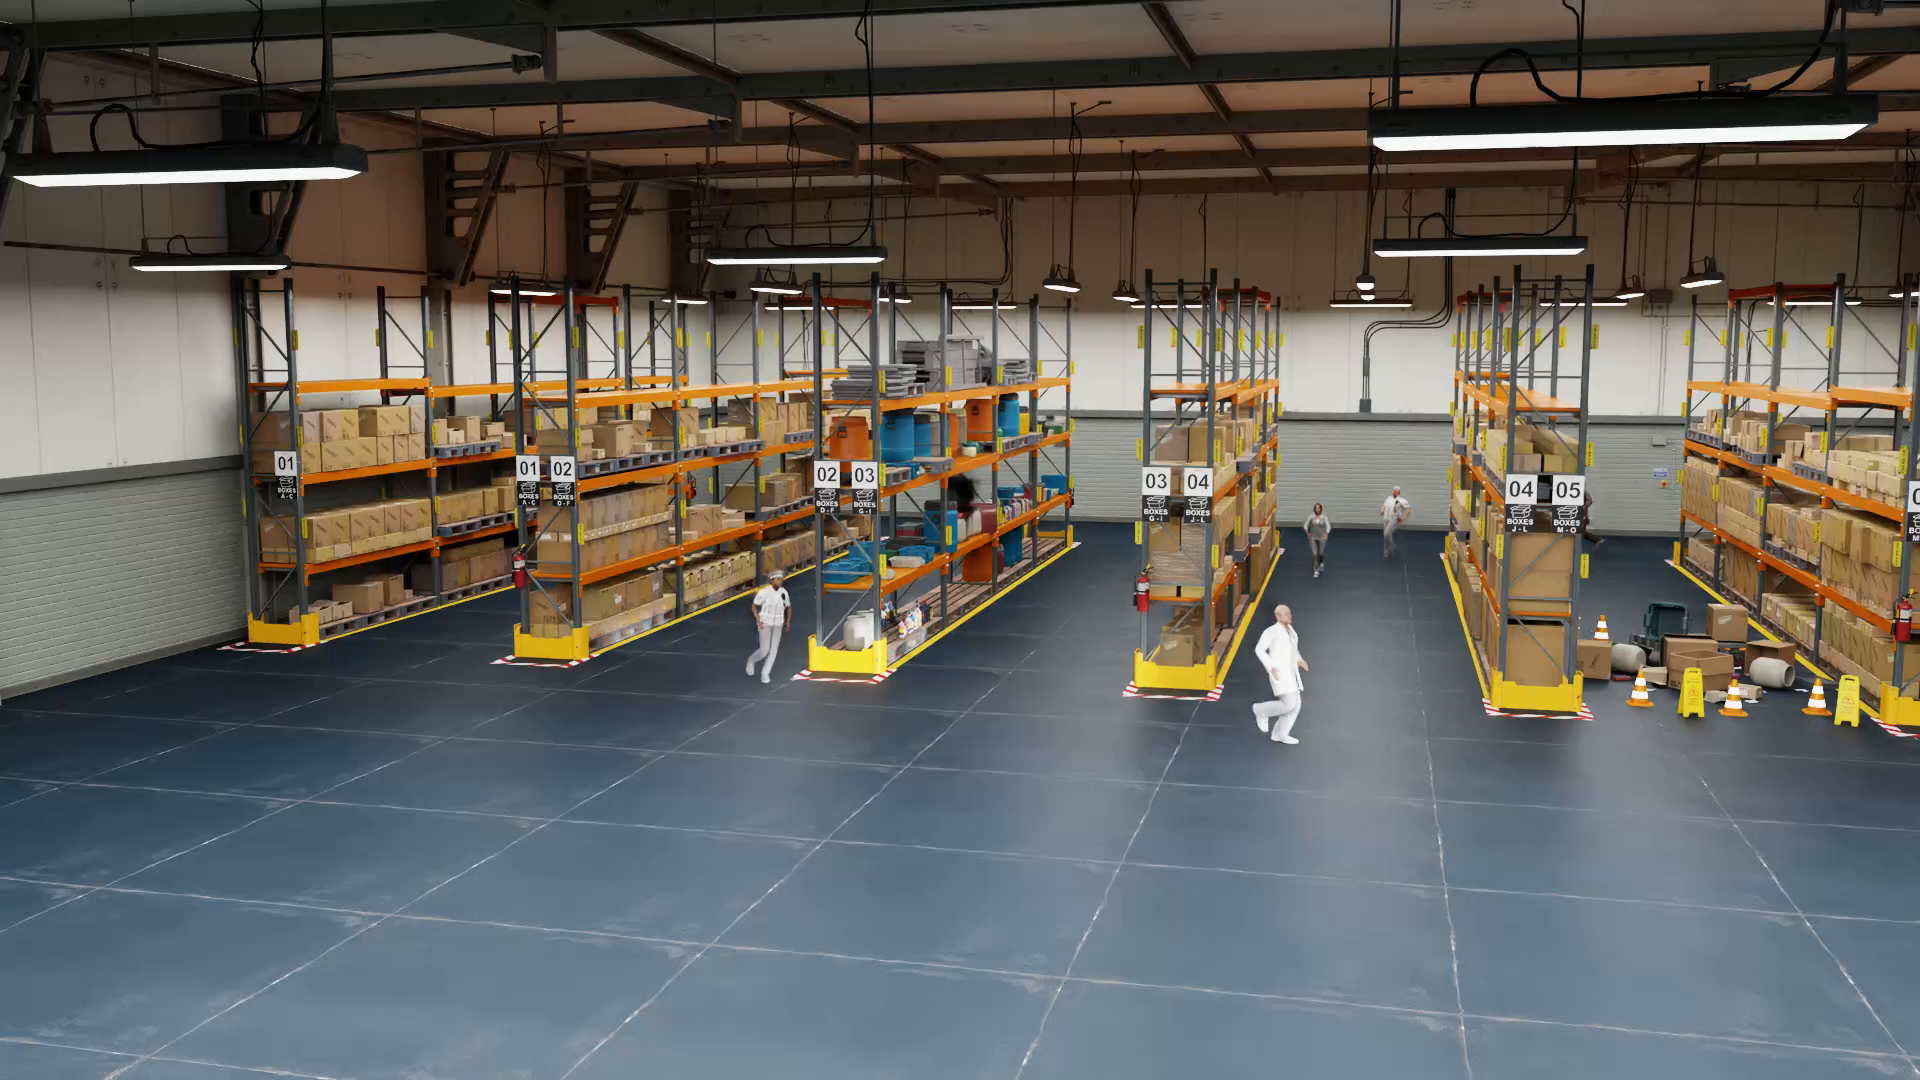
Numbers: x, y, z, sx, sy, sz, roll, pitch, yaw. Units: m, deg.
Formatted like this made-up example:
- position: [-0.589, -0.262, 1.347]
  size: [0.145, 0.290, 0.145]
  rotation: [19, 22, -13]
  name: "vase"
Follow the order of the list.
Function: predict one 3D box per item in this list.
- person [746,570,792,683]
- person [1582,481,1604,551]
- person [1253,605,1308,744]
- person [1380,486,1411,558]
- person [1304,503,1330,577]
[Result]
- position: [-2.798, 1.248, 24.611]
  size: [0.653, 1.639, 0.574]
  rotation: [-4, 8, -30]
  name: "person"
- position: [14.526, -0.527, 38.798]
  size: [1.044, 1.791, 0.718]
  rotation: [2, 7, 15]
  name: "person"
- position: [4.008, 1.710, 20.762]
  size: [0.694, 1.653, 0.636]
  rotation: [-7, 10, -44]
  name: "person"
- position: [10.031, -0.406, 38.482]
  size: [0.664, 1.699, 0.668]
  rotation: [-5, 8, -35]
  name: "person"
- position: [7.604, -0.012, 35.466]
  size: [0.556, 1.569, 0.536]
  rotation: [2, 7, 15]
  name: "person"
